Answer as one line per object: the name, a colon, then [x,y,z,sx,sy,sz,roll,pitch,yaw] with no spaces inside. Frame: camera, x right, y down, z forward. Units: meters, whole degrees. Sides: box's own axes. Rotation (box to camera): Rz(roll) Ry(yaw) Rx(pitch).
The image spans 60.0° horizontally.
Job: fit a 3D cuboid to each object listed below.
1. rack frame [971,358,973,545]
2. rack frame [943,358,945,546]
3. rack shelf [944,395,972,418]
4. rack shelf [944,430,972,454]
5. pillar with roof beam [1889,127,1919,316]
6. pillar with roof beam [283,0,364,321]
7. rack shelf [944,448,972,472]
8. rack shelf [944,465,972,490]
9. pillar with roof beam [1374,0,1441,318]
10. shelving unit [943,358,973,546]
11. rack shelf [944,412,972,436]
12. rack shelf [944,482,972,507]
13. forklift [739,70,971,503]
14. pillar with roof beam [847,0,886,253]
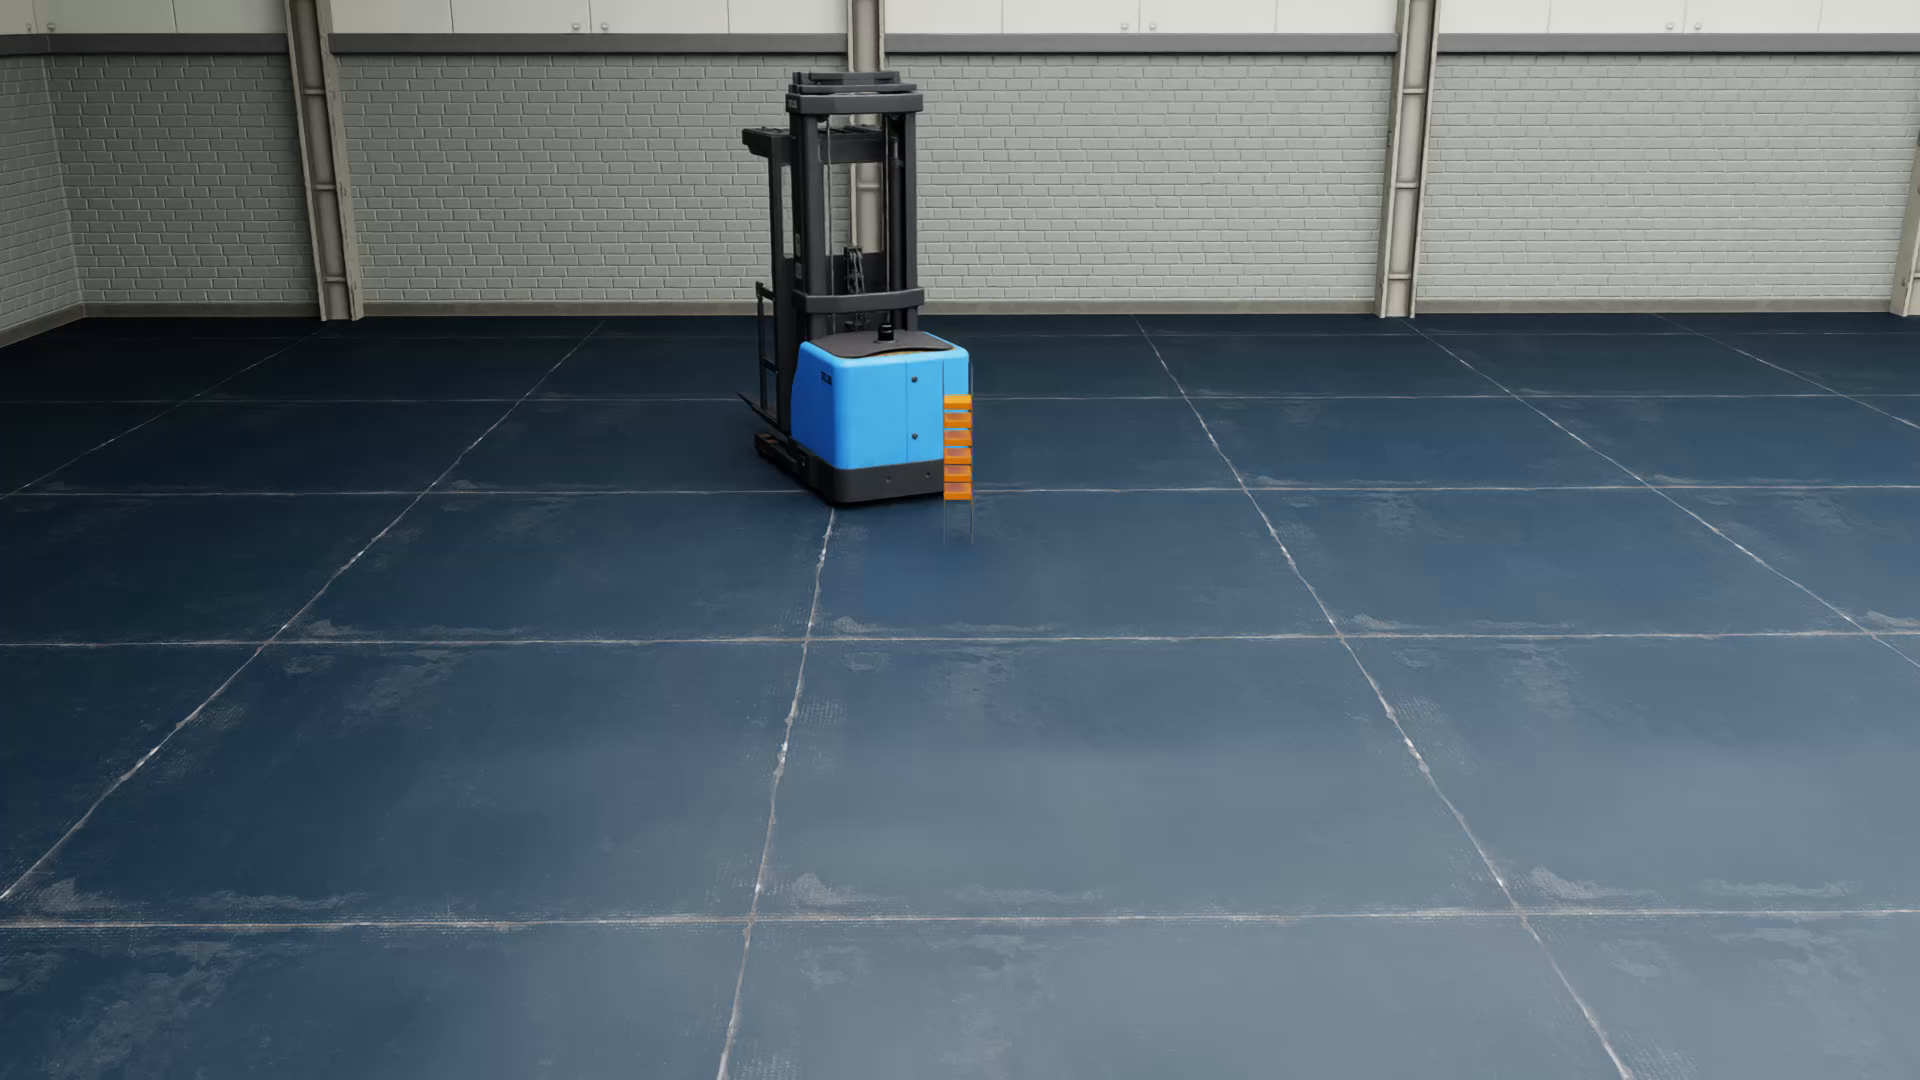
rack frame: [0.077,-0.572,10.865,0.006,1.200,0.240,0,18,-1]
rack frame: [-0.106,-0.571,10.863,0.006,1.200,0.240,0,18,-1]
rack shelf: [-0.014,-0.872,10.768,0.180,0.103,0.258,0,18,-1]
rack shelf: [-0.014,-0.643,10.841,0.180,0.103,0.258,0,18,-1]
pillar with roof beam: [11.049,-5.579,13.708,0.400,9.000,9.100,0,18,-1]
pillar with roof beam: [-6.949,-5.492,13.437,0.400,9.000,9.100,0,18,-1]
rack shelf: [-0.014,-0.529,10.878,0.180,0.103,0.258,0,18,-1]
rack shelf: [-0.014,-0.415,10.914,0.180,0.103,0.258,0,18,-1]
pillar with roof beam: [5.050,-5.550,13.618,0.400,9.000,9.100,0,18,-1]
shelving unit: [-0.014,-0.571,10.864,0.189,1.200,0.258,0,18,-1]
rack shelf: [-0.014,-0.757,10.804,0.180,0.103,0.258,0,18,-1]
rack shelf: [-0.014,-0.300,10.951,0.180,0.103,0.258,0,18,-1]
forklift: [-0.977,-2.064,12.684,1.130,2.935,3.031,-8,19,-23]
pillar with roof beam: [-0.949,-5.521,13.527,0.400,9.000,9.100,0,18,-1]
